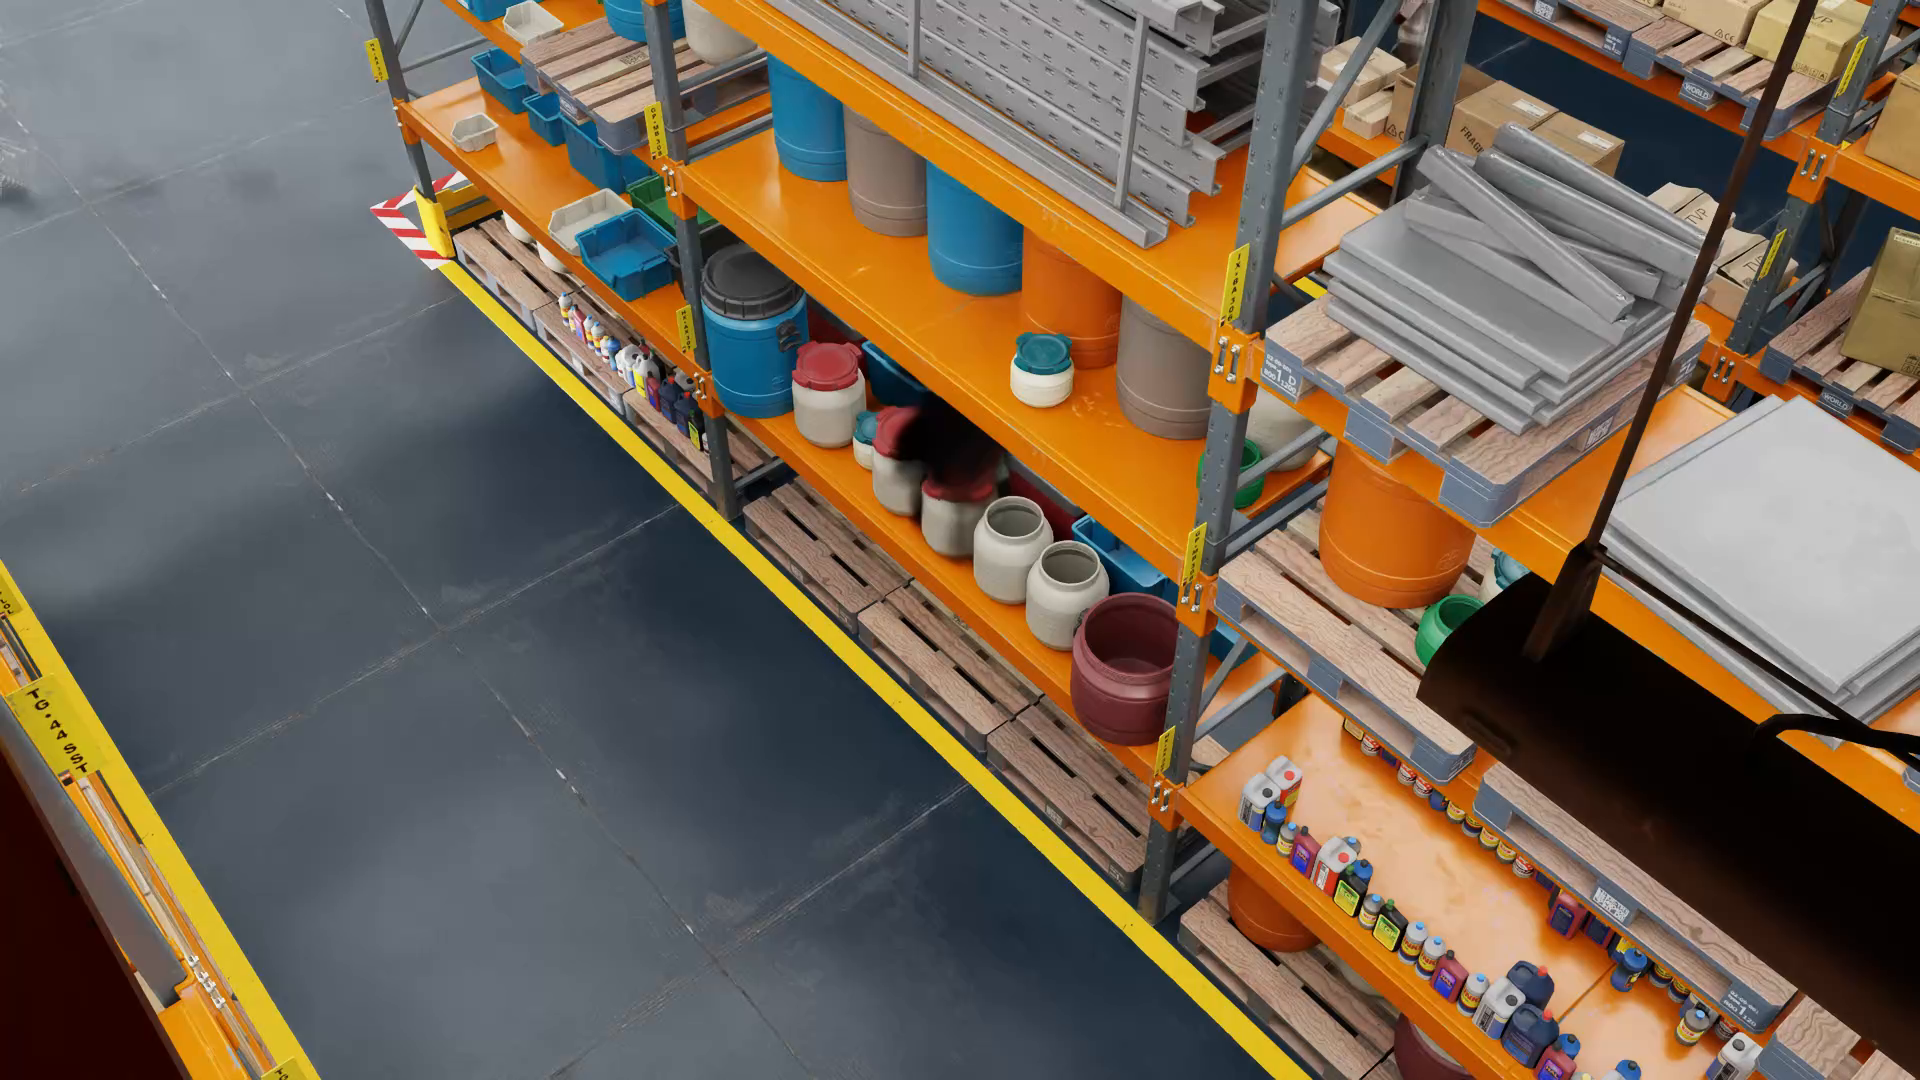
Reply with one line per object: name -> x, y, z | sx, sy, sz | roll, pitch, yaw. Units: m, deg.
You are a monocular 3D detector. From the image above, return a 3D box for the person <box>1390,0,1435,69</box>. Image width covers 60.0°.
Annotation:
person -> 3.780, -4.094, 13.650 | 0.674, 1.828, 0.782 | -36, 56, -29
